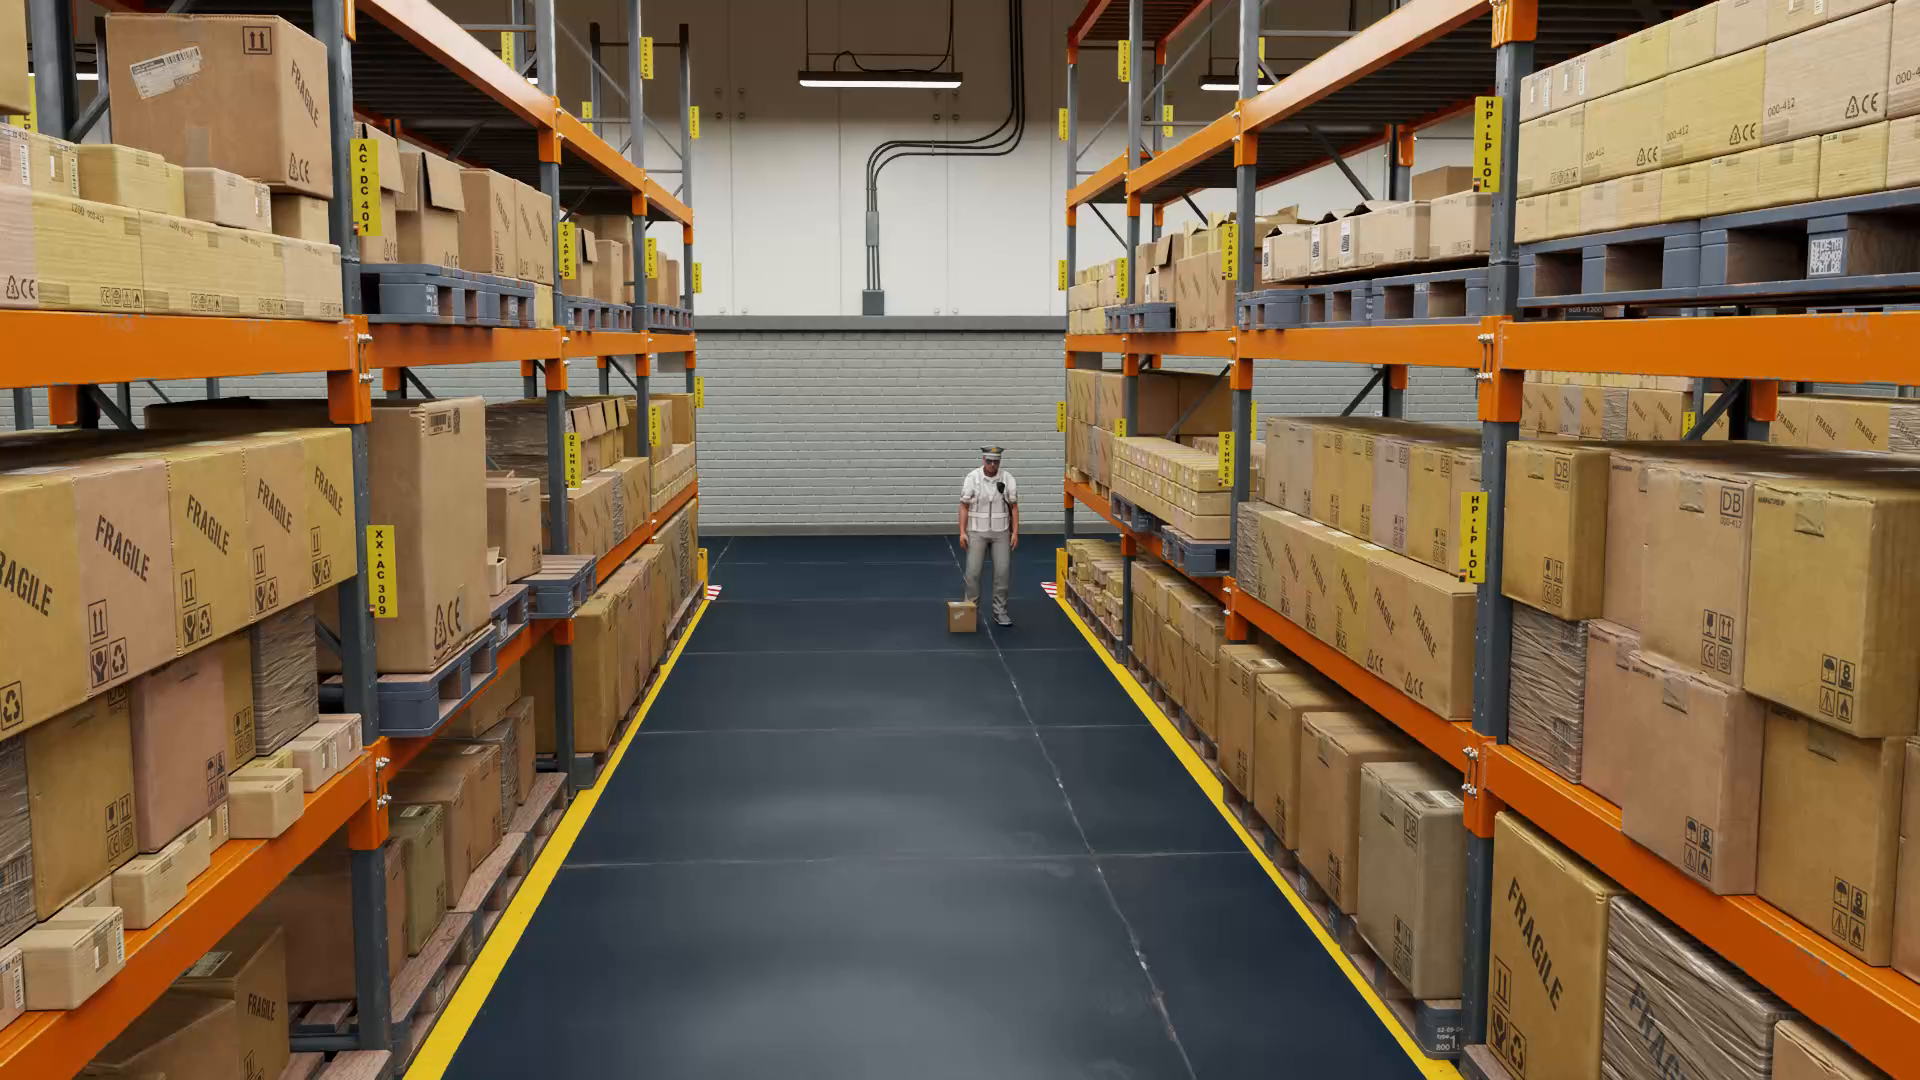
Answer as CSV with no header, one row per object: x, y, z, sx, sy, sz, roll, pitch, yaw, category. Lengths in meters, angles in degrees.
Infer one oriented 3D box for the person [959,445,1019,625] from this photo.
0.280,-0.054,16.162,0.587,1.748,0.441,-1,7,-5,person
